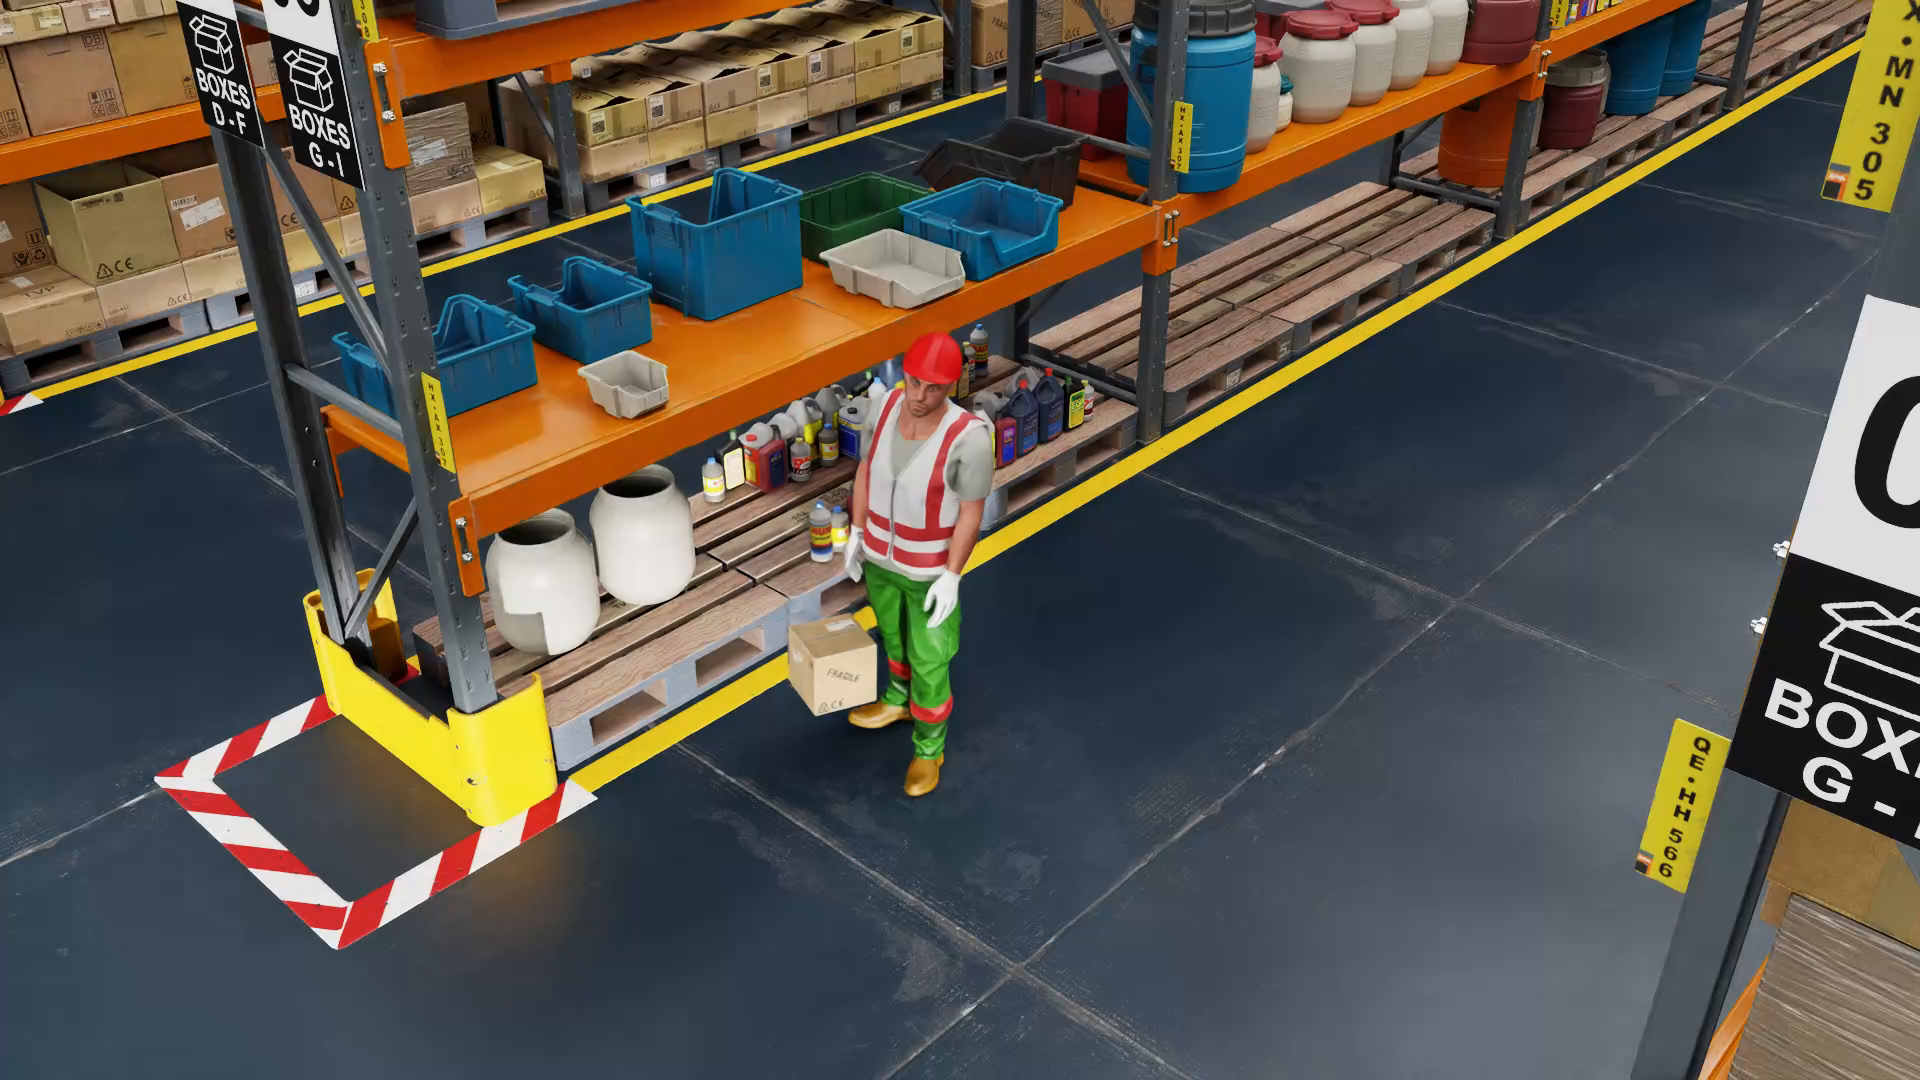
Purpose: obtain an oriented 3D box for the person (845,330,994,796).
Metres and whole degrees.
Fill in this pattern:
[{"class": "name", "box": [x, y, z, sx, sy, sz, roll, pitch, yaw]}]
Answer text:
[{"class": "person", "box": [-0.189, 0.062, 6.011, 0.622, 1.786, 0.466, 21, 37, 30]}]
